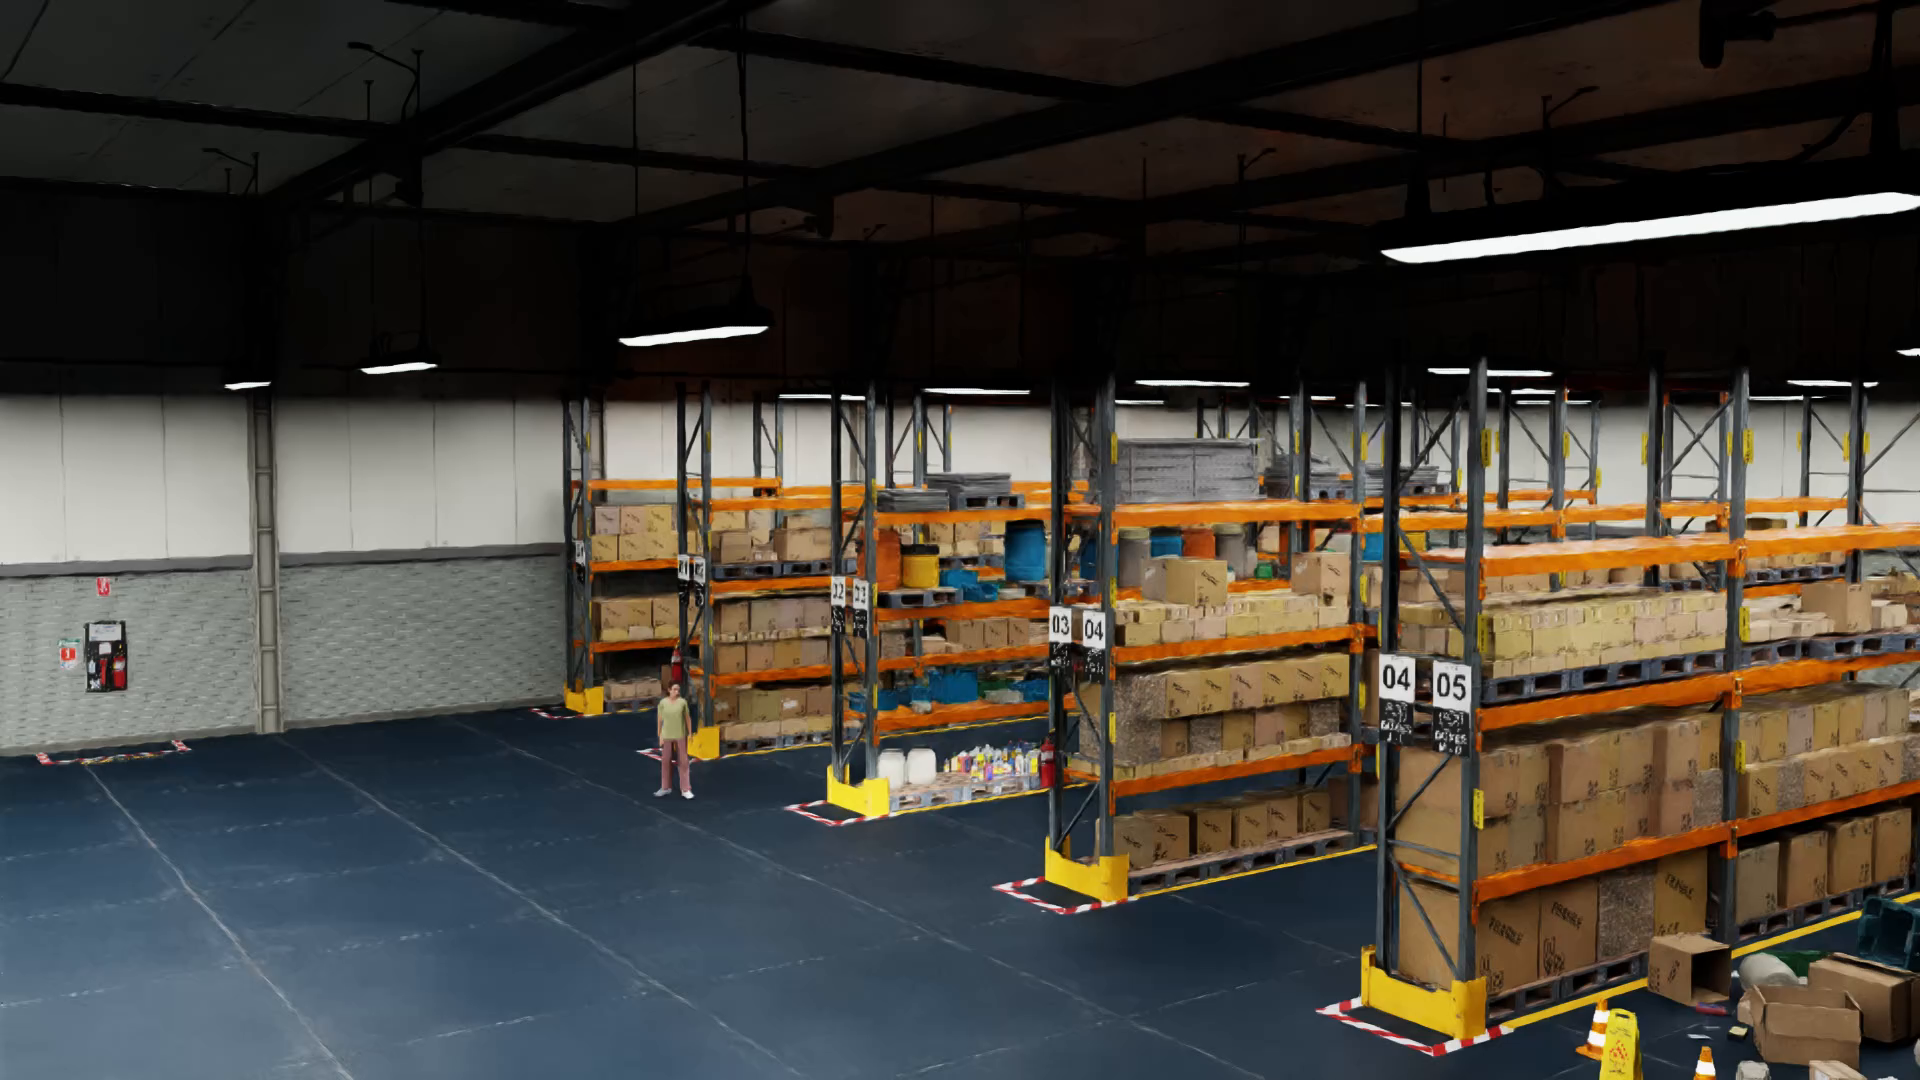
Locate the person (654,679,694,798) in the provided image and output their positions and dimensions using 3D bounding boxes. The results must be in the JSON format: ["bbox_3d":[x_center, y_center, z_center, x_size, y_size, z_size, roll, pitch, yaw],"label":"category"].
[{"bbox_3d":[-4.064,2.806,23.566,0.558,1.674,0.463,-1,4,-11],"label":"person"}]

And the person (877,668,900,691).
[{"bbox_3d":[-1.326,2.339,30.935,0.487,1.657,0.475,0,4,-4],"label":"person"}]
